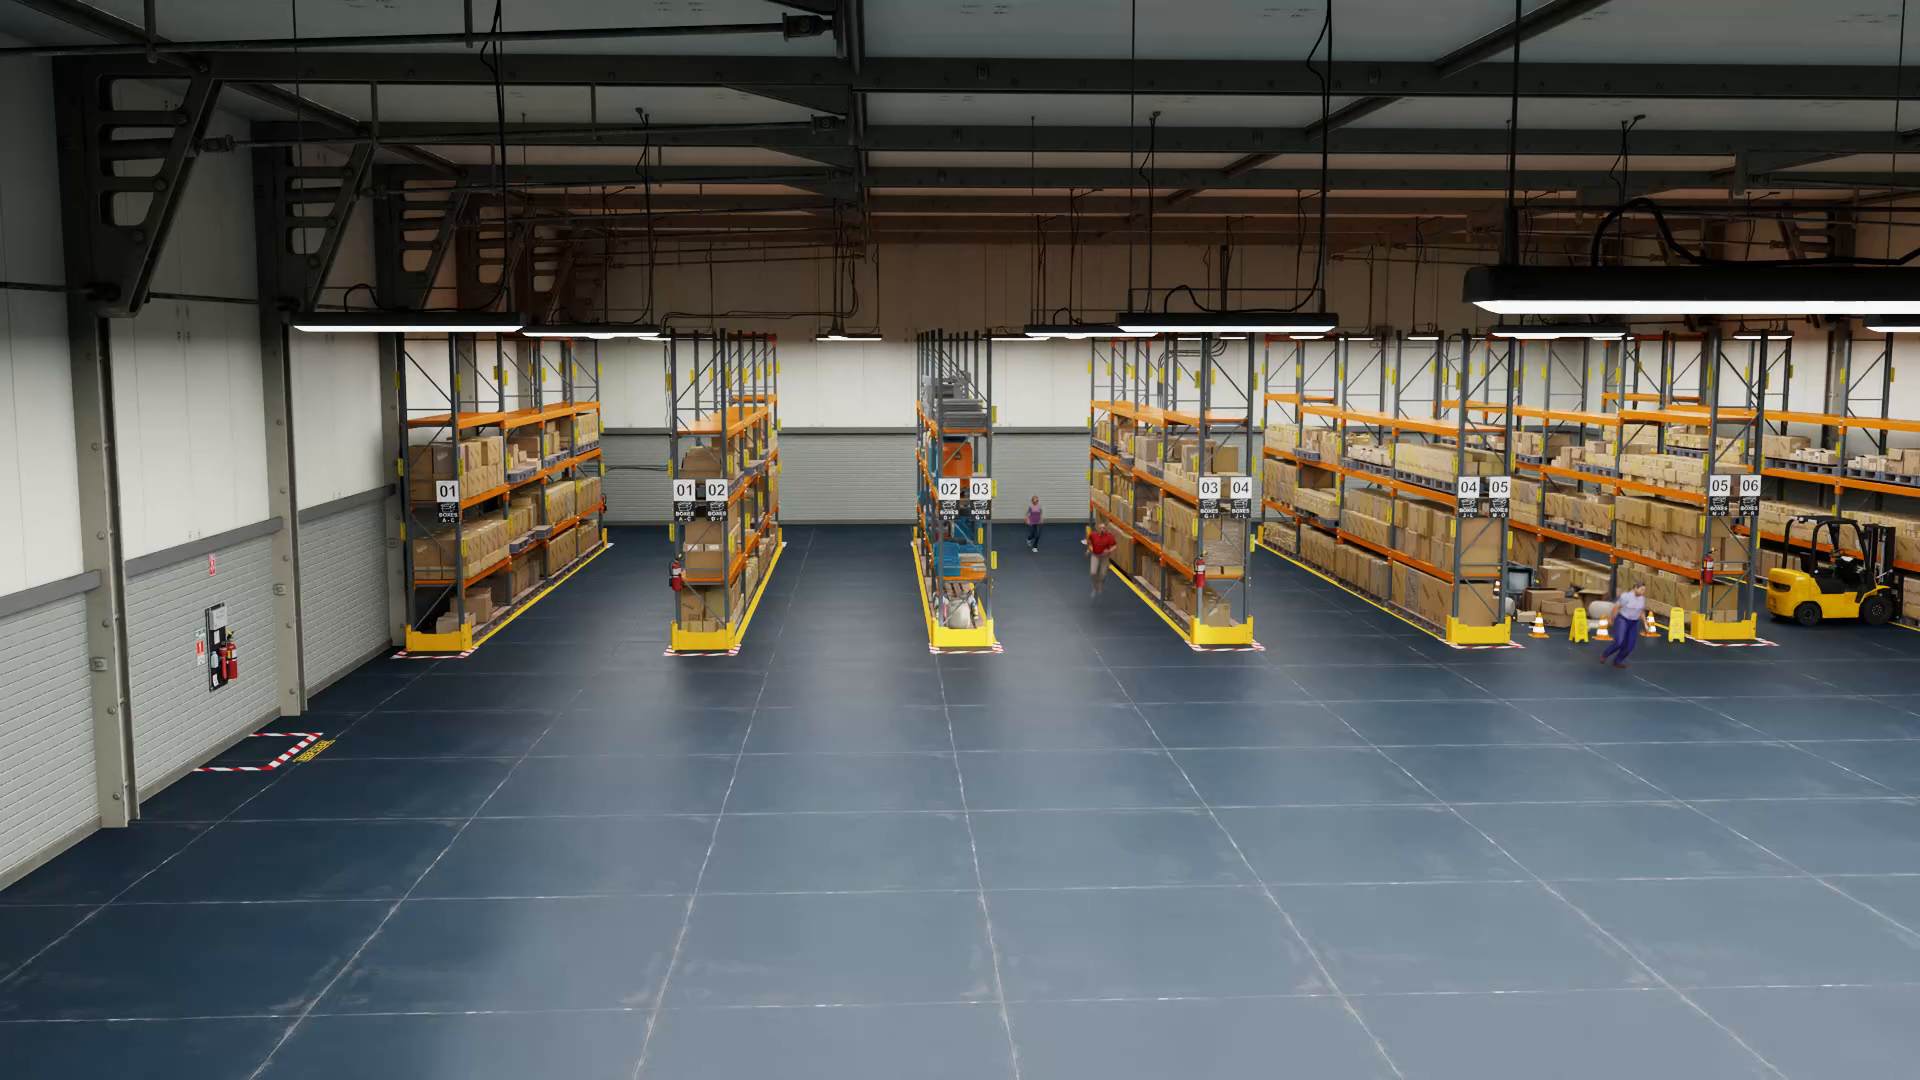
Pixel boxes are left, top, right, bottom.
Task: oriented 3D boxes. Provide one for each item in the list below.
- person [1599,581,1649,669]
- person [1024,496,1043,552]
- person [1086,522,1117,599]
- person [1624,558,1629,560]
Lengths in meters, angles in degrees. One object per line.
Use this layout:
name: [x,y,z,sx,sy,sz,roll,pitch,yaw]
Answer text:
person: [11.734,1.488,29.357,0.737,1.569,0.593,-2,7,-18]
person: [2.040,-0.454,45.998,0.548,1.550,0.577,-2,7,-17]
person: [3.057,0.437,35.968,0.666,1.698,0.965,1,7,4]
person: [16.171,0.266,39.935,0.536,1.545,0.687,-1,7,-10]
